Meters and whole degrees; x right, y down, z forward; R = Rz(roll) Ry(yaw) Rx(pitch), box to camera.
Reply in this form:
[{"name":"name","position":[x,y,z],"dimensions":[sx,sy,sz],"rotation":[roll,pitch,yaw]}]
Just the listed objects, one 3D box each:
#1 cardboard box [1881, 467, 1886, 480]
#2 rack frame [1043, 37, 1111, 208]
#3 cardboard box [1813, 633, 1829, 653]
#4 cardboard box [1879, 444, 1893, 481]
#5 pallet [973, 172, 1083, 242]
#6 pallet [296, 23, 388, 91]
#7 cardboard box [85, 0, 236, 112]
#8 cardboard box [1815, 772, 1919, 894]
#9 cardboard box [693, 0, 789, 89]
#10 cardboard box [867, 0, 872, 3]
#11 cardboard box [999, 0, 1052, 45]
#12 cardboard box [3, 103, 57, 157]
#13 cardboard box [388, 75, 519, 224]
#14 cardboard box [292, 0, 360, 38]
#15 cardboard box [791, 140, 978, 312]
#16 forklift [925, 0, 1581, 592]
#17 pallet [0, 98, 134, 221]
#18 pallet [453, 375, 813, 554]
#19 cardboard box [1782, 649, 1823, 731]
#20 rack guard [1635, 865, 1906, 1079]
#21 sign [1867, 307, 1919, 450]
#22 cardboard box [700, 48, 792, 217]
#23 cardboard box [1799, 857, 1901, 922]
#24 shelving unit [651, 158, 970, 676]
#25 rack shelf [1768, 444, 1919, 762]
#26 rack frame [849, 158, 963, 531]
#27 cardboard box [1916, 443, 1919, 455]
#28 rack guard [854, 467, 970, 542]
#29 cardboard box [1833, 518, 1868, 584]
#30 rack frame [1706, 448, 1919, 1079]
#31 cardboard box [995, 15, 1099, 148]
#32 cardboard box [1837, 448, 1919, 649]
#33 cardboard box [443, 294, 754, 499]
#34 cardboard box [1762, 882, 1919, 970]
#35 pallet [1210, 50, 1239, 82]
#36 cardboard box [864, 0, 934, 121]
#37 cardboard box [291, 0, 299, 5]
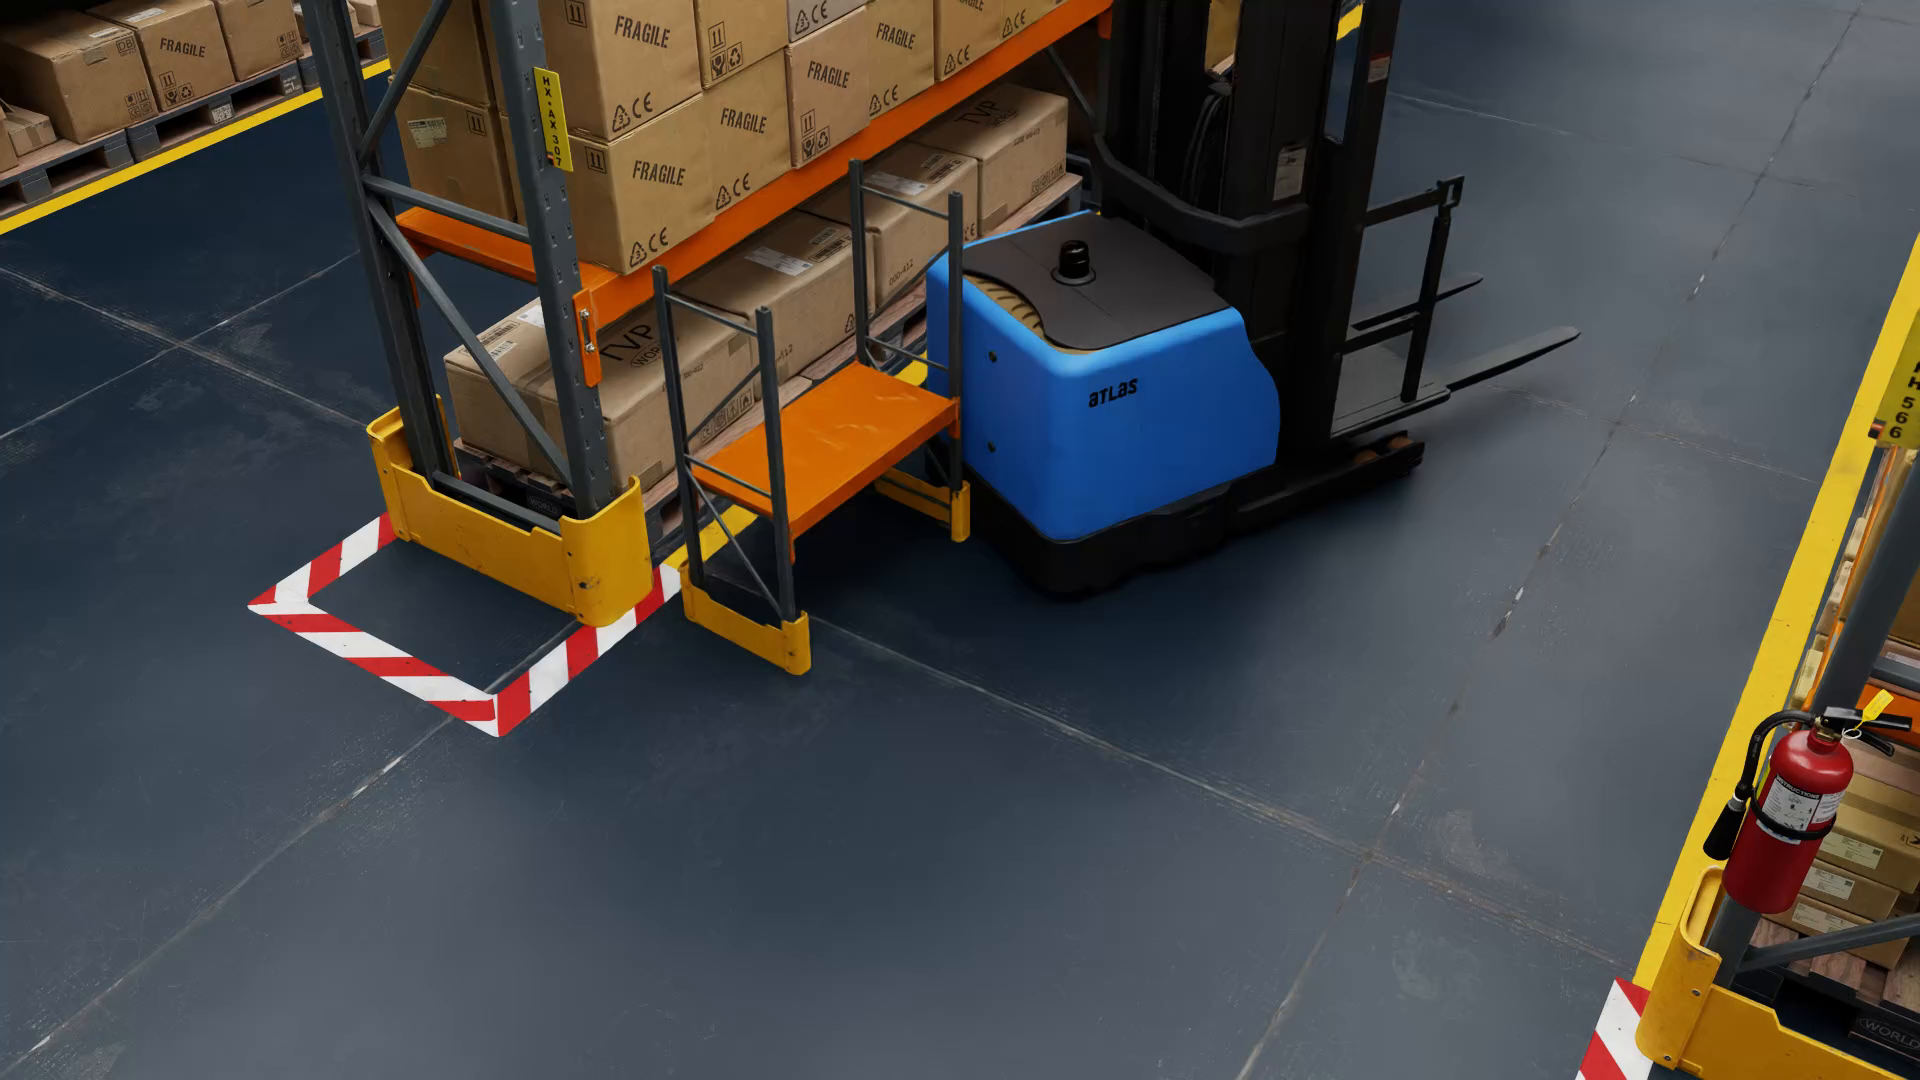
[{"name":"cardboard box","position":[3.656,-0.274,6.152],"dimensions":[0.380,0.149,0.250],"rotation":[22,43,26]},{"name":"rack frame","position":[0.399,-3.193,8.435],"dimensions":[1.000,3.000,0.127],"rotation":[21,42,25]},{"name":"cardboard box","position":[3.075,0.376,5.553],"dimensions":[0.380,0.149,0.250],"rotation":[22,43,26]},{"name":"cardboard box","position":[3.934,-0.298,6.671],"dimensions":[0.380,0.149,0.250],"rotation":[21,42,25]},{"name":"pallet","position":[-0.075,-1.722,8.812],"dimensions":[1.003,0.211,1.213],"rotation":[21,42,25]},{"name":"pallet","position":[-4.163,-3.357,10.932],"dimensions":[1.003,0.211,1.213],"rotation":[21,42,25]},{"name":"cardboard box","position":[-4.671,-2.881,9.734],"dimensions":[0.500,0.500,0.500],"rotation":[22,43,26]},{"name":"cardboard box","position":[2.559,0.807,4.750],"dimensions":[0.380,0.149,0.250],"rotation":[22,43,26]},{"name":"cardboard box","position":[-0.976,-1.990,5.973],"dimensions":[0.500,0.500,0.500],"rotation":[20,42,24]},{"name":"cardboard box","position":[-0.440,-2.515,6.655],"dimensions":[0.500,0.500,0.500],"rotation":[21,42,25]},{"name":"cardboard box","position":[0.095,-2.643,7.640],"dimensions":[0.500,0.500,0.500],"rotation":[20,42,24]},{"name":"cardboard box","position":[-5.270,-2.281,9.243],"dimensions":[0.380,0.149,0.250],"rotation":[19,42,23]},{"name":"cardboard box","position":[-1.710,-1.506,6.165],"dimensions":[0.500,0.500,0.500],"rotation":[21,42,25]},{"name":"cardboard box","position":[-4.036,-3.331,10.510],"dimensions":[0.396,0.266,0.258],"rotation":[23,43,27]},{"name":"cardboard box","position":[-0.508,-1.595,8.116],"dimensions":[0.875,0.438,0.875],"rotation":[20,42,24]},{"name":"forklift","position":[1.379,-1.631,6.465],"dimensions":[3.031,2.935,1.130],"rotation":[-20,42,-24]},{"name":"pallet","position":[-5.471,-2.099,9.300],"dimensions":[1.003,0.211,1.213],"rotation":[21,42,25]},{"name":"pallet","position":[-1.382,-0.465,7.180],"dimensions":[1.003,0.211,1.213],"rotation":[21,42,25]},{"name":"cardboard box","position":[2.774,0.521,5.121],"dimensions":[0.380,0.149,0.250],"rotation":[20,42,24]},{"name":"rack guard","position":[2.530,1.387,4.542],"dimensions":[1.175,0.500,0.348],"rotation":[21,42,25]},{"name":"sign","position":[2.031,-0.340,3.527],"dimensions":[0.100,0.325,0.005],"rotation":[21,42,25]},{"name":"cardboard box","position":[-0.997,-1.594,6.279],"dimensions":[0.500,0.500,0.500],"rotation":[21,42,25]},{"name":"cardboard box","position":[2.531,0.915,4.853],"dimensions":[0.380,0.149,0.250],"rotation":[20,42,24]},{"name":"shelving unit","position":[-0.506,-0.461,6.119],"dimensions":[0.587,1.500,1.083],"rotation":[24,44,28]},{"name":"rack shelf","position":[3.561,-0.310,5.285],"dimensions":[1.077,0.370,4.000],"rotation":[21,42,25]},{"name":"rack frame","position":[-0.199,-0.715,6.449],"dimensions":[0.500,1.500,0.032],"rotation":[24,44,28]},{"name":"cardboard box","position":[2.524,-0.435,3.713],"dimensions":[0.500,0.500,0.500],"rotation":[20,42,24]},{"name":"rack guard","position":[-0.211,-0.210,6.818],"dimensions":[0.587,0.250,0.087],"rotation":[24,44,28]},{"name":"cardboard box","position":[3.352,0.099,5.913],"dimensions":[0.380,0.149,0.250],"rotation":[22,43,26]},{"name":"rack frame","position":[2.489,0.436,3.728],"dimensions":[1.000,3.000,0.127],"rotation":[21,42,25]},{"name":"cardboard box","position":[0.663,-2.864,9.405],"dimensions":[0.875,0.875,0.875],"rotation":[23,43,26]},{"name":"cardboard box","position":[2.513,-0.037,4.016],"dimensions":[0.500,0.500,0.500],"rotation":[22,43,26]},{"name":"cardboard box","position":[-1.475,-0.656,6.898],"dimensions":[0.875,0.438,0.875],"rotation":[20,42,24]},{"name":"cardboard box","position":[2.595,1.059,4.910],"dimensions":[0.380,0.149,0.250],"rotation":[22,43,26]},{"name":"pallet","position":[1.401,-3.143,10.654],"dimensions":[1.003,0.211,1.213],"rotation":[21,42,25]},{"name":"cardboard box","position":[-0.455,-2.114,6.954],"dimensions":[0.500,0.500,0.500],"rotation":[23,43,27]},{"name":"cardboard box","position":[-4.348,-3.653,10.890],"dimensions":[0.500,0.311,0.500],"rotation":[23,43,27]}]
